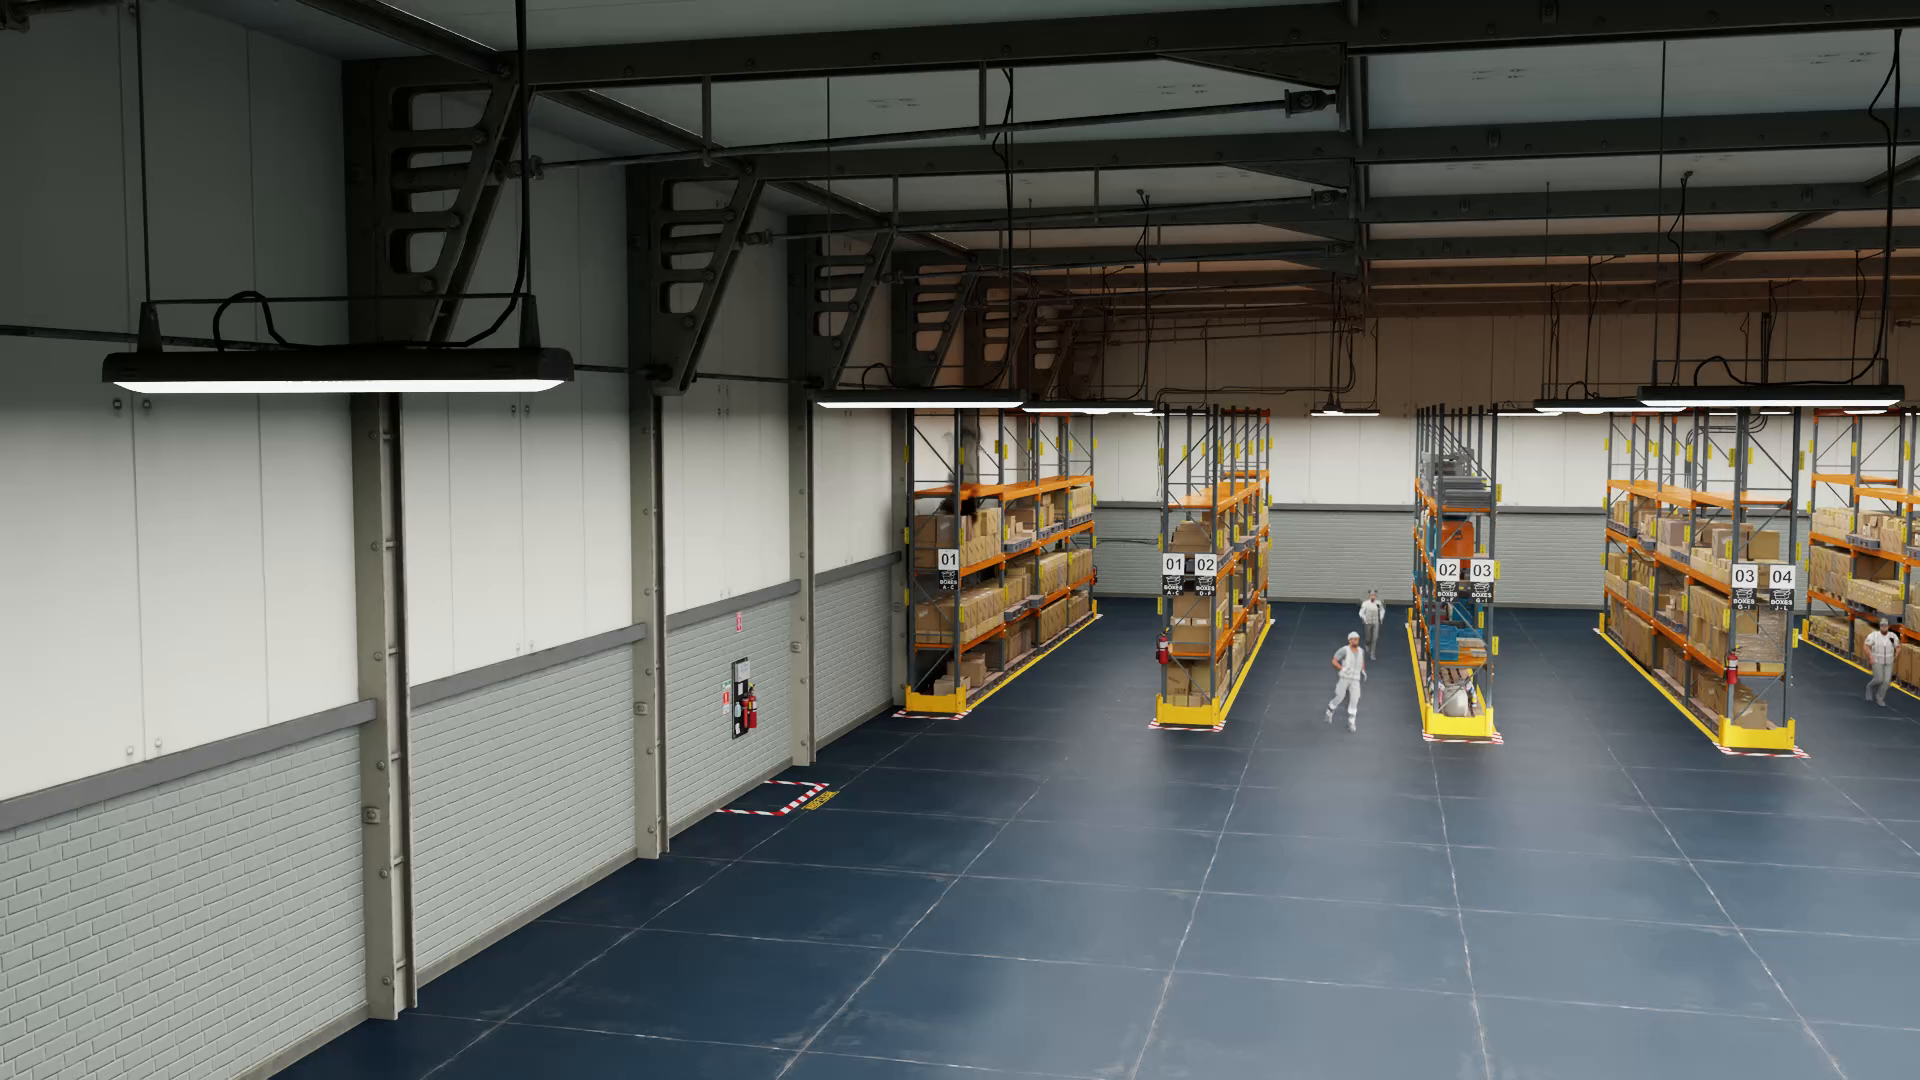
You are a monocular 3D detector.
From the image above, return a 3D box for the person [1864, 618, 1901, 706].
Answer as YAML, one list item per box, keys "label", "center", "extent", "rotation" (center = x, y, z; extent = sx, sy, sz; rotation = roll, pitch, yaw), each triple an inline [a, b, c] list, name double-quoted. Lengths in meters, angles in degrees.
- label: "person"
  center: [18.478, 2.432, 33.276]
  extent: [0.649, 1.755, 0.629]
  rotation: [1, 4, 13]

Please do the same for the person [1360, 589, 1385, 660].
- label: "person"
  center: [9.861, 1.996, 39.788]
  extent: [0.605, 1.672, 0.840]
  rotation: [1, 4, 9]

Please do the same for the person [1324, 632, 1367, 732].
- label: "person"
  center: [7.219, 2.585, 30.733]
  extent: [0.725, 1.772, 0.966]
  rotation: [-1, 4, -11]
